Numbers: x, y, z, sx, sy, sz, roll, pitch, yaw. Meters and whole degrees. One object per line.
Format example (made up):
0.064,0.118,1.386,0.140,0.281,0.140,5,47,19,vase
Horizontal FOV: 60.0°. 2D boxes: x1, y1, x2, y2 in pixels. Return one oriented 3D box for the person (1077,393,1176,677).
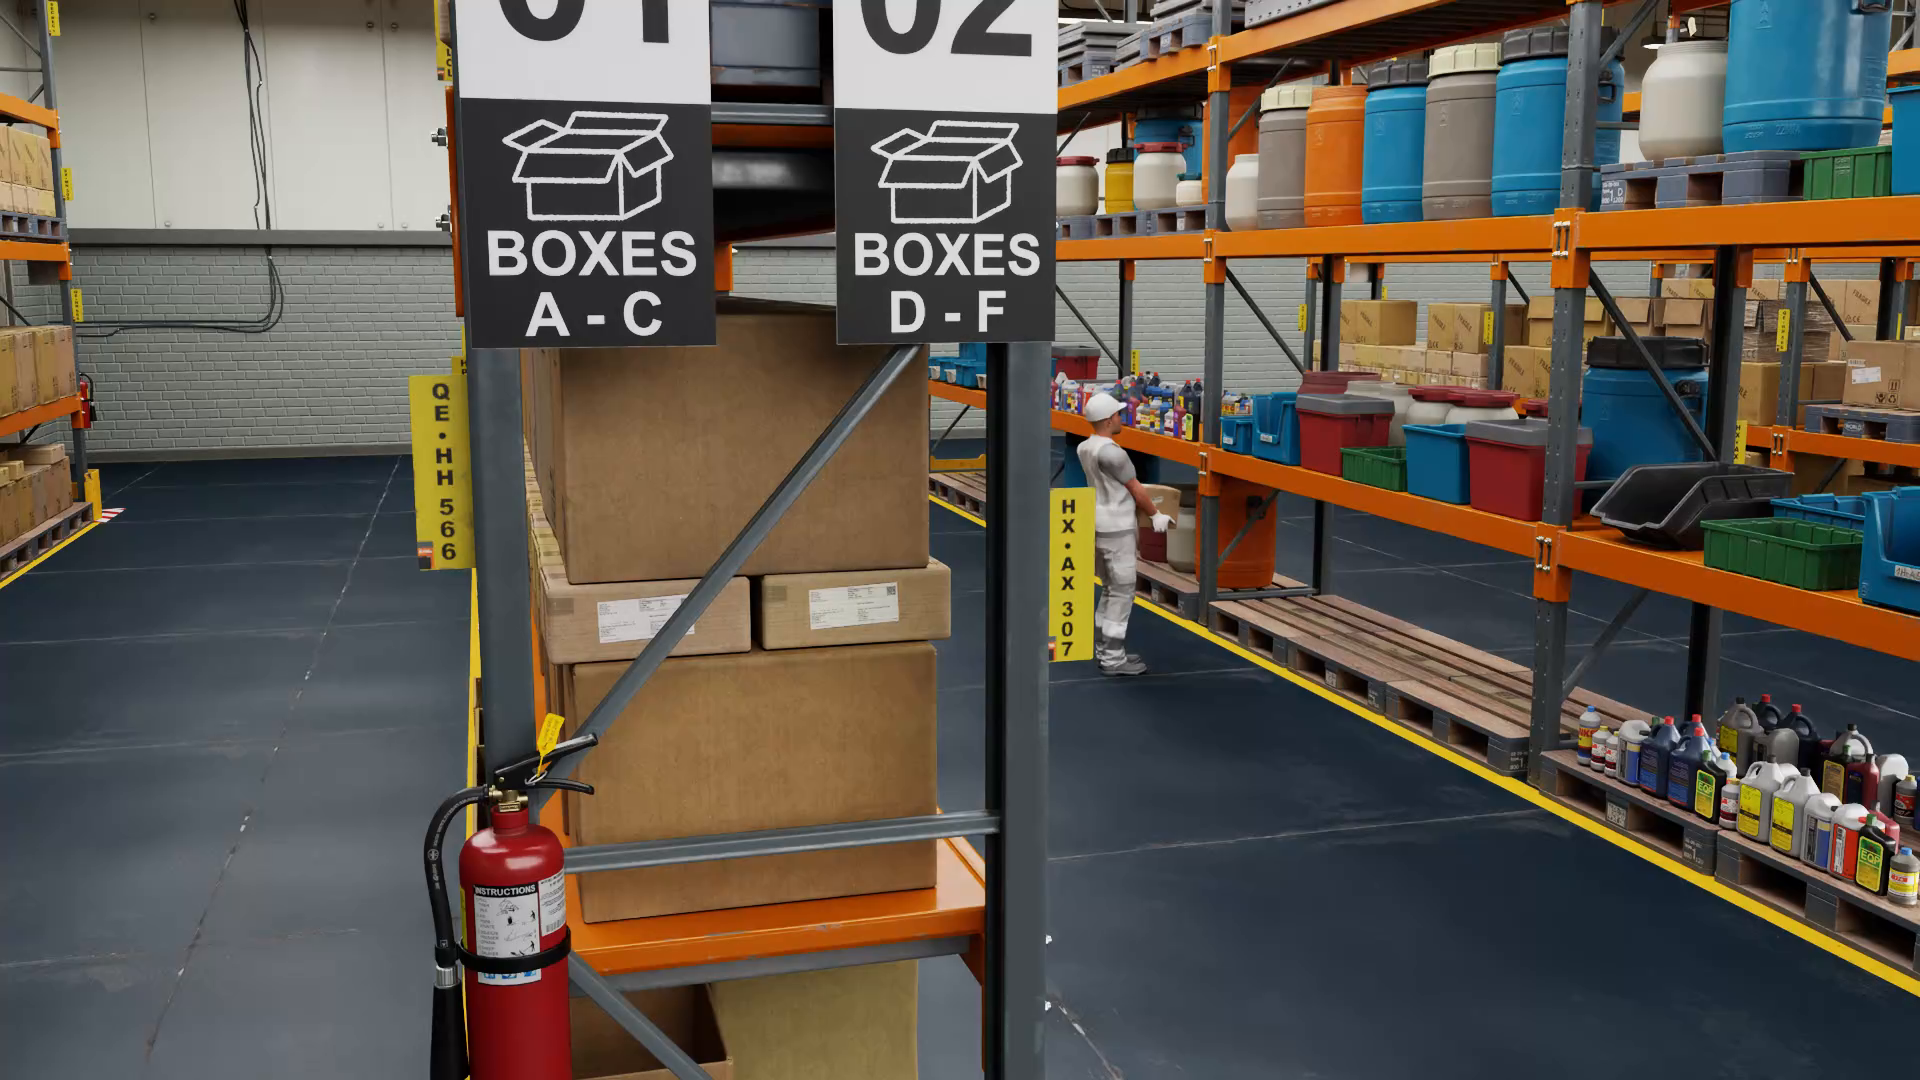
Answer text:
1.055,-0.047,10.606,0.560,1.782,0.493,-2,9,-15,person
